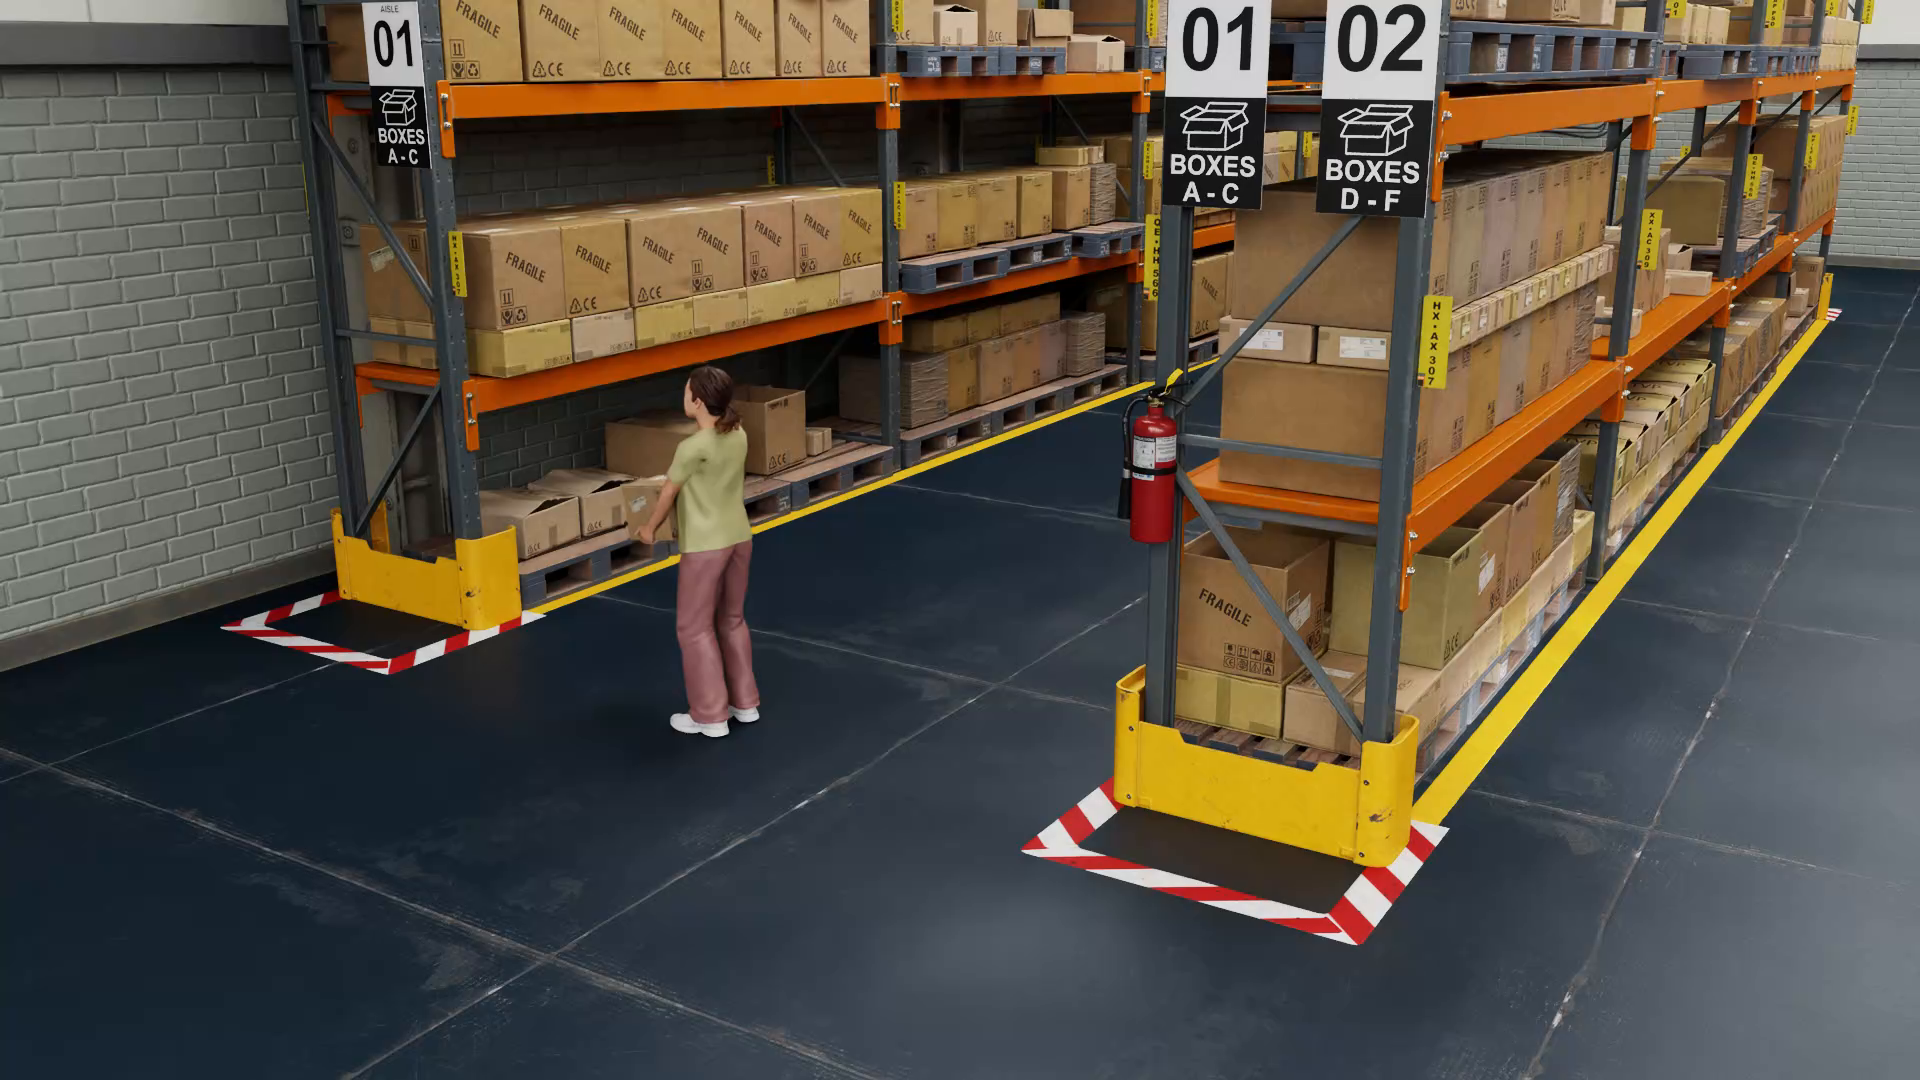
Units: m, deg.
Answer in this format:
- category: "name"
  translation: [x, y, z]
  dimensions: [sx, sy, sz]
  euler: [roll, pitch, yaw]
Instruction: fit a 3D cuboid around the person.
- category: "person"
  translation: [-1.166, 0.040, 7.422]
  dimensions: [0.527, 1.669, 0.405]
  euler: [10, 19, 30]
